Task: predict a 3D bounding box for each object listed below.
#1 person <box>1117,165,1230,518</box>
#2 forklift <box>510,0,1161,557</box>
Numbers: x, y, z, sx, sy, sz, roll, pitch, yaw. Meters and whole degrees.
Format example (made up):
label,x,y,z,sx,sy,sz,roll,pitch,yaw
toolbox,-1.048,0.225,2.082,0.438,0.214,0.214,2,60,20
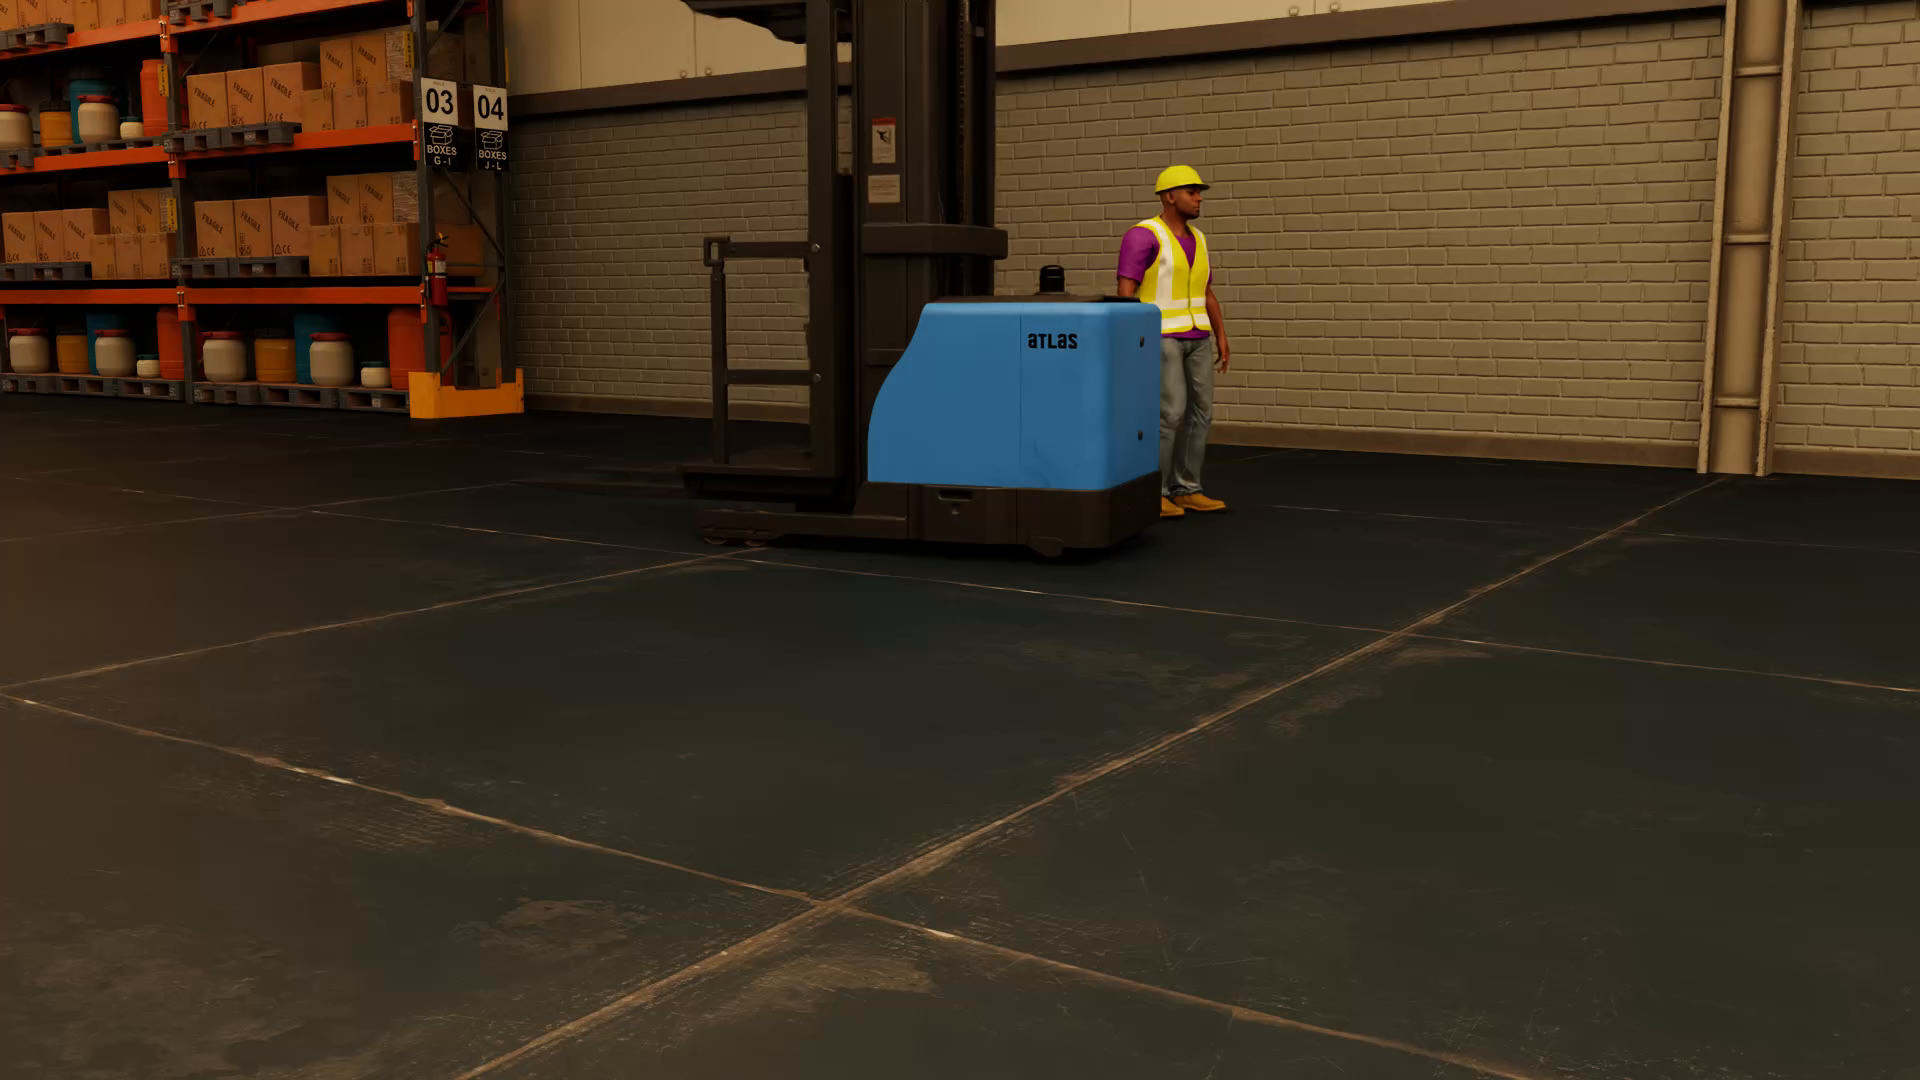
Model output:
label,x,y,z,sx,sy,sz,roll,pitch,yaw
person,1.131,-1.017,8.494,0.699,1.766,0.493,-7,11,-40
forklift,-0.642,-1.484,7.628,3.031,2.935,1.130,3,9,20
